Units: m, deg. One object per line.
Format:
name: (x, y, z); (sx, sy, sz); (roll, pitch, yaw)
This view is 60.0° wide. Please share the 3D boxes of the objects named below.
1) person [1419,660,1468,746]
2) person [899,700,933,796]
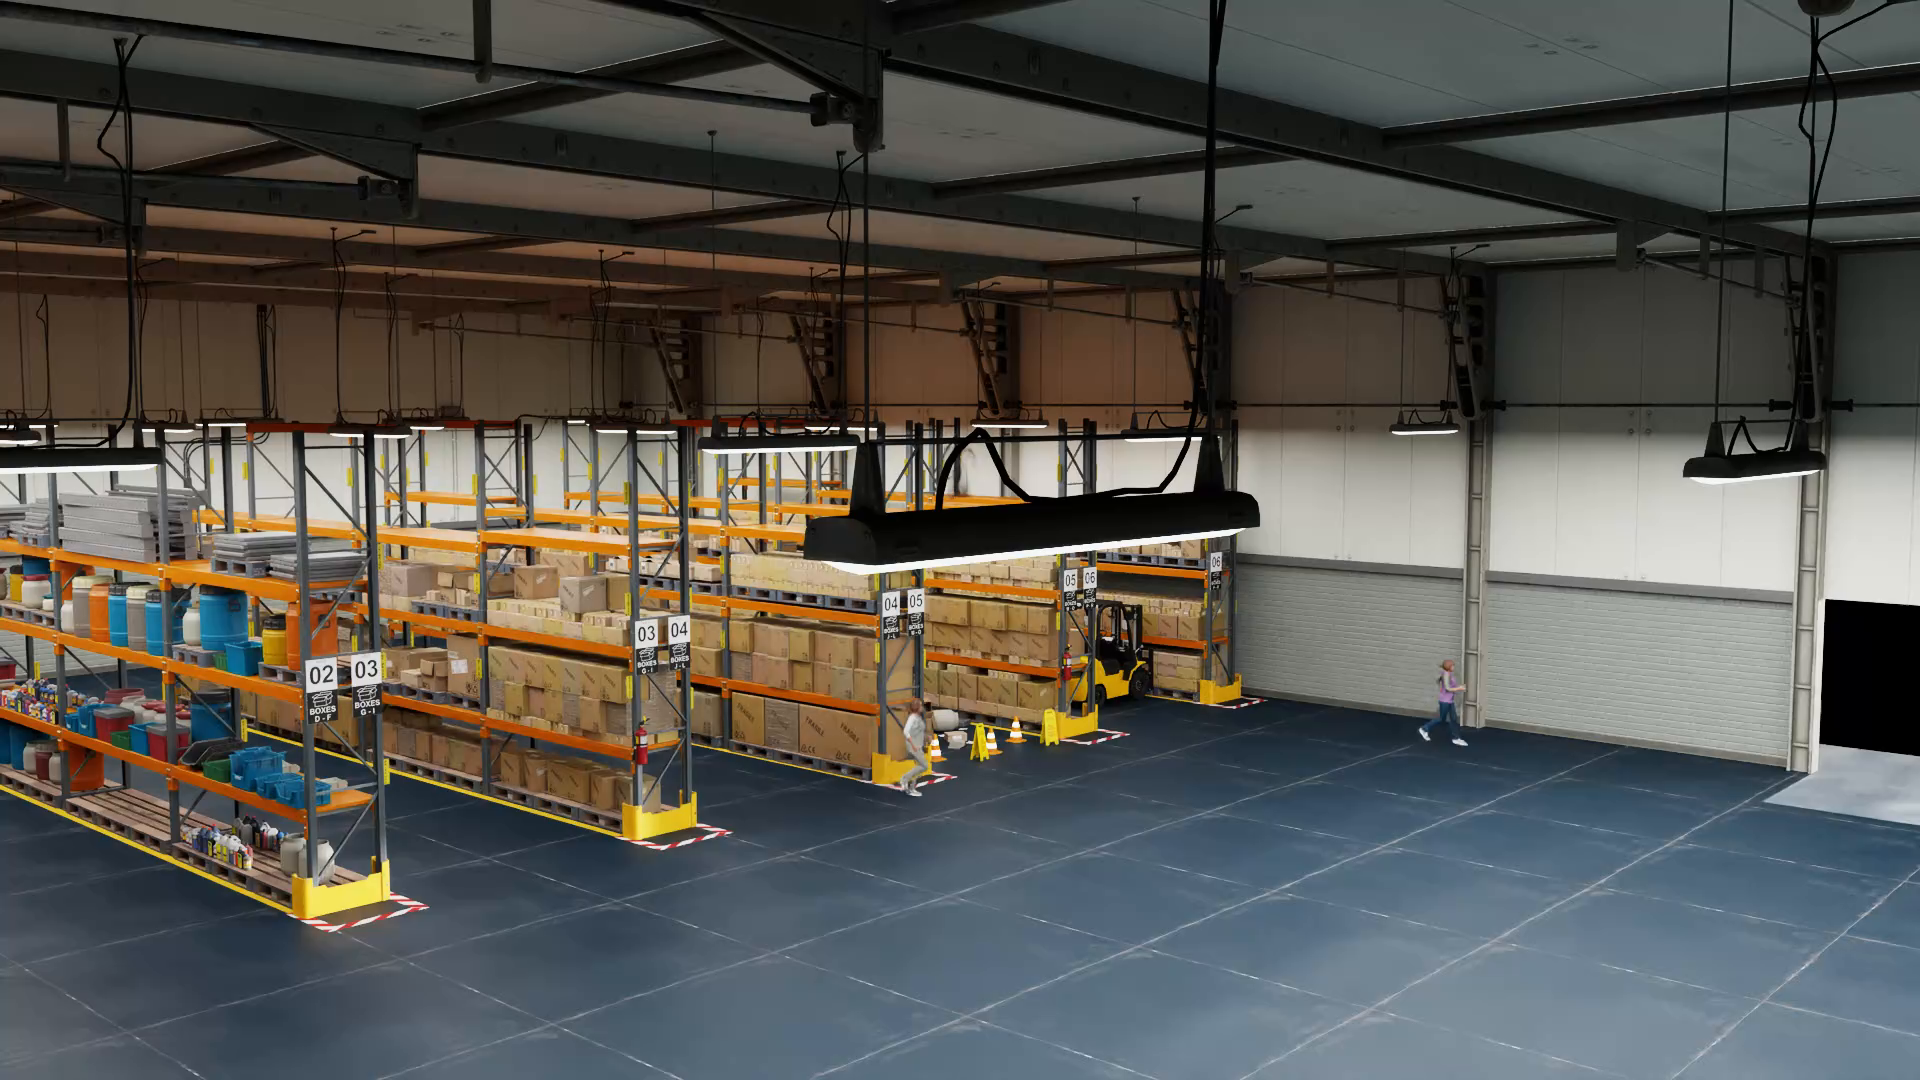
person: (8.969, 3.009, 30.803); (0.881, 1.560, 0.537); (2, 5, 22)
person: (-0.712, 3.362, 26.905); (0.533, 1.566, 0.550); (0, 5, 5)
